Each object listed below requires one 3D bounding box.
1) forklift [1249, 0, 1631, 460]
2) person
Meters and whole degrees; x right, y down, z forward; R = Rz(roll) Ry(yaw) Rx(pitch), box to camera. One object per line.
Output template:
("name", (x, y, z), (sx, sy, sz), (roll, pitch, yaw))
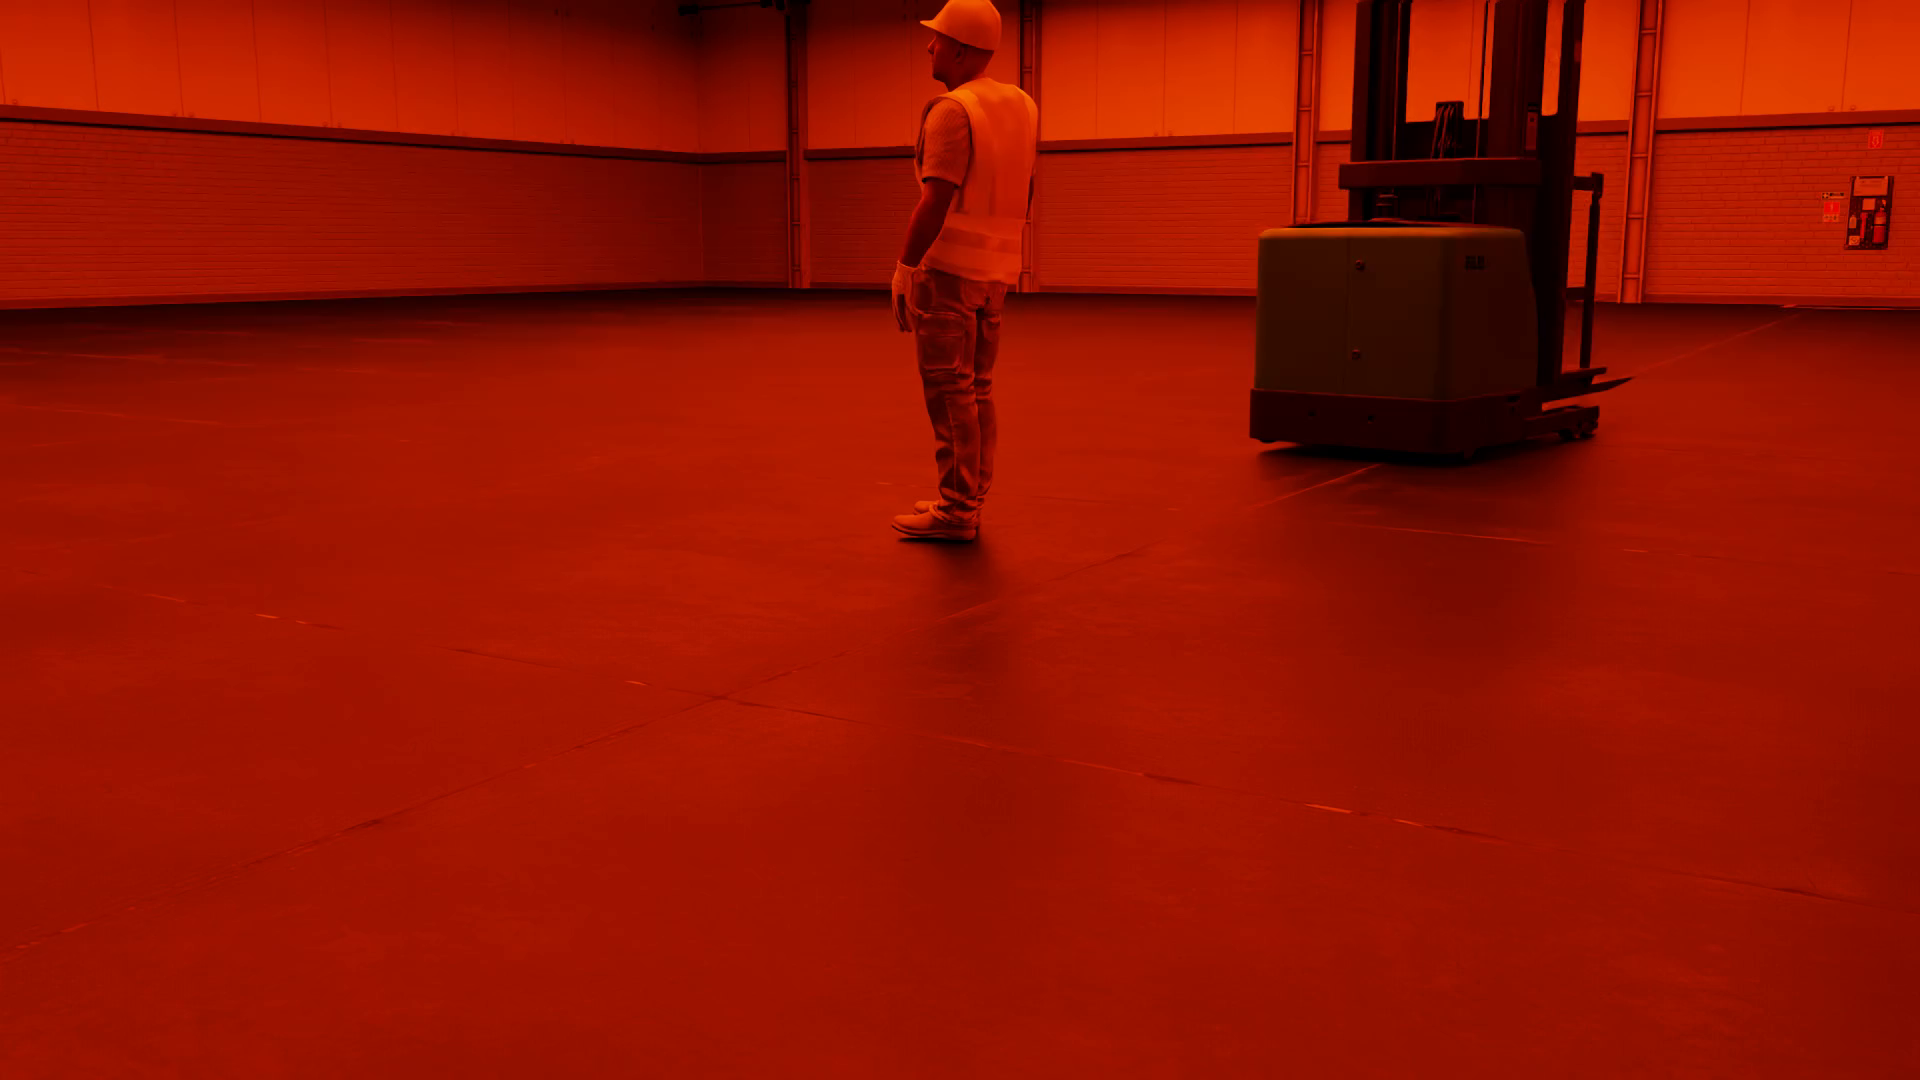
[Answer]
("forklift", (2.736, -2.014, 8.660), (1.130, 2.935, 3.031), (8, 13, 39))
("person", (-0.056, -0.893, 5.595), (0.577, 1.782, 0.656), (6, 12, 31))
